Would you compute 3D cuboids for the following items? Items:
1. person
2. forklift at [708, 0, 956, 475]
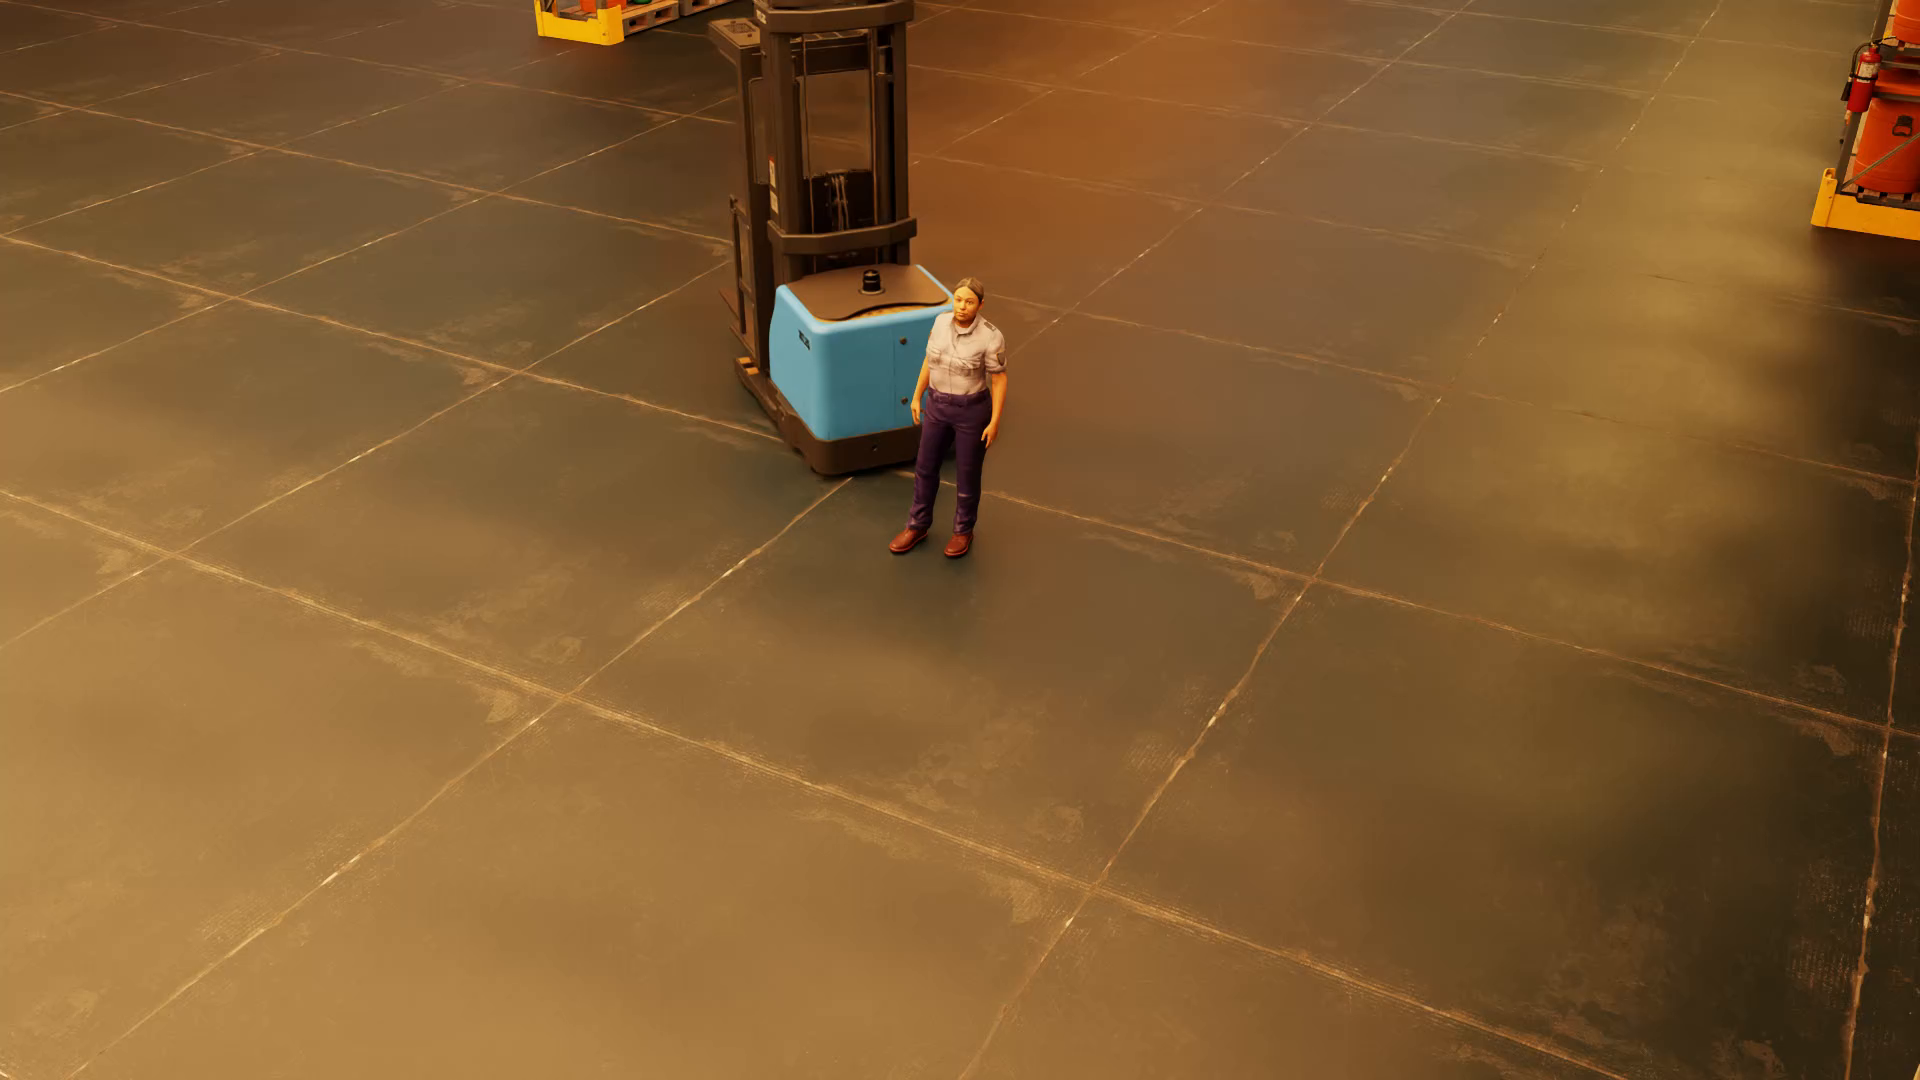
[{"bbox_3d":[-0.064,-0.686,9.529,0.598,1.651,0.502,15,33,25],"label":"person"},{"bbox_3d":[-0.986,-2.405,11.237,1.130,2.935,3.031,-12,32,-19],"label":"forklift"}]
